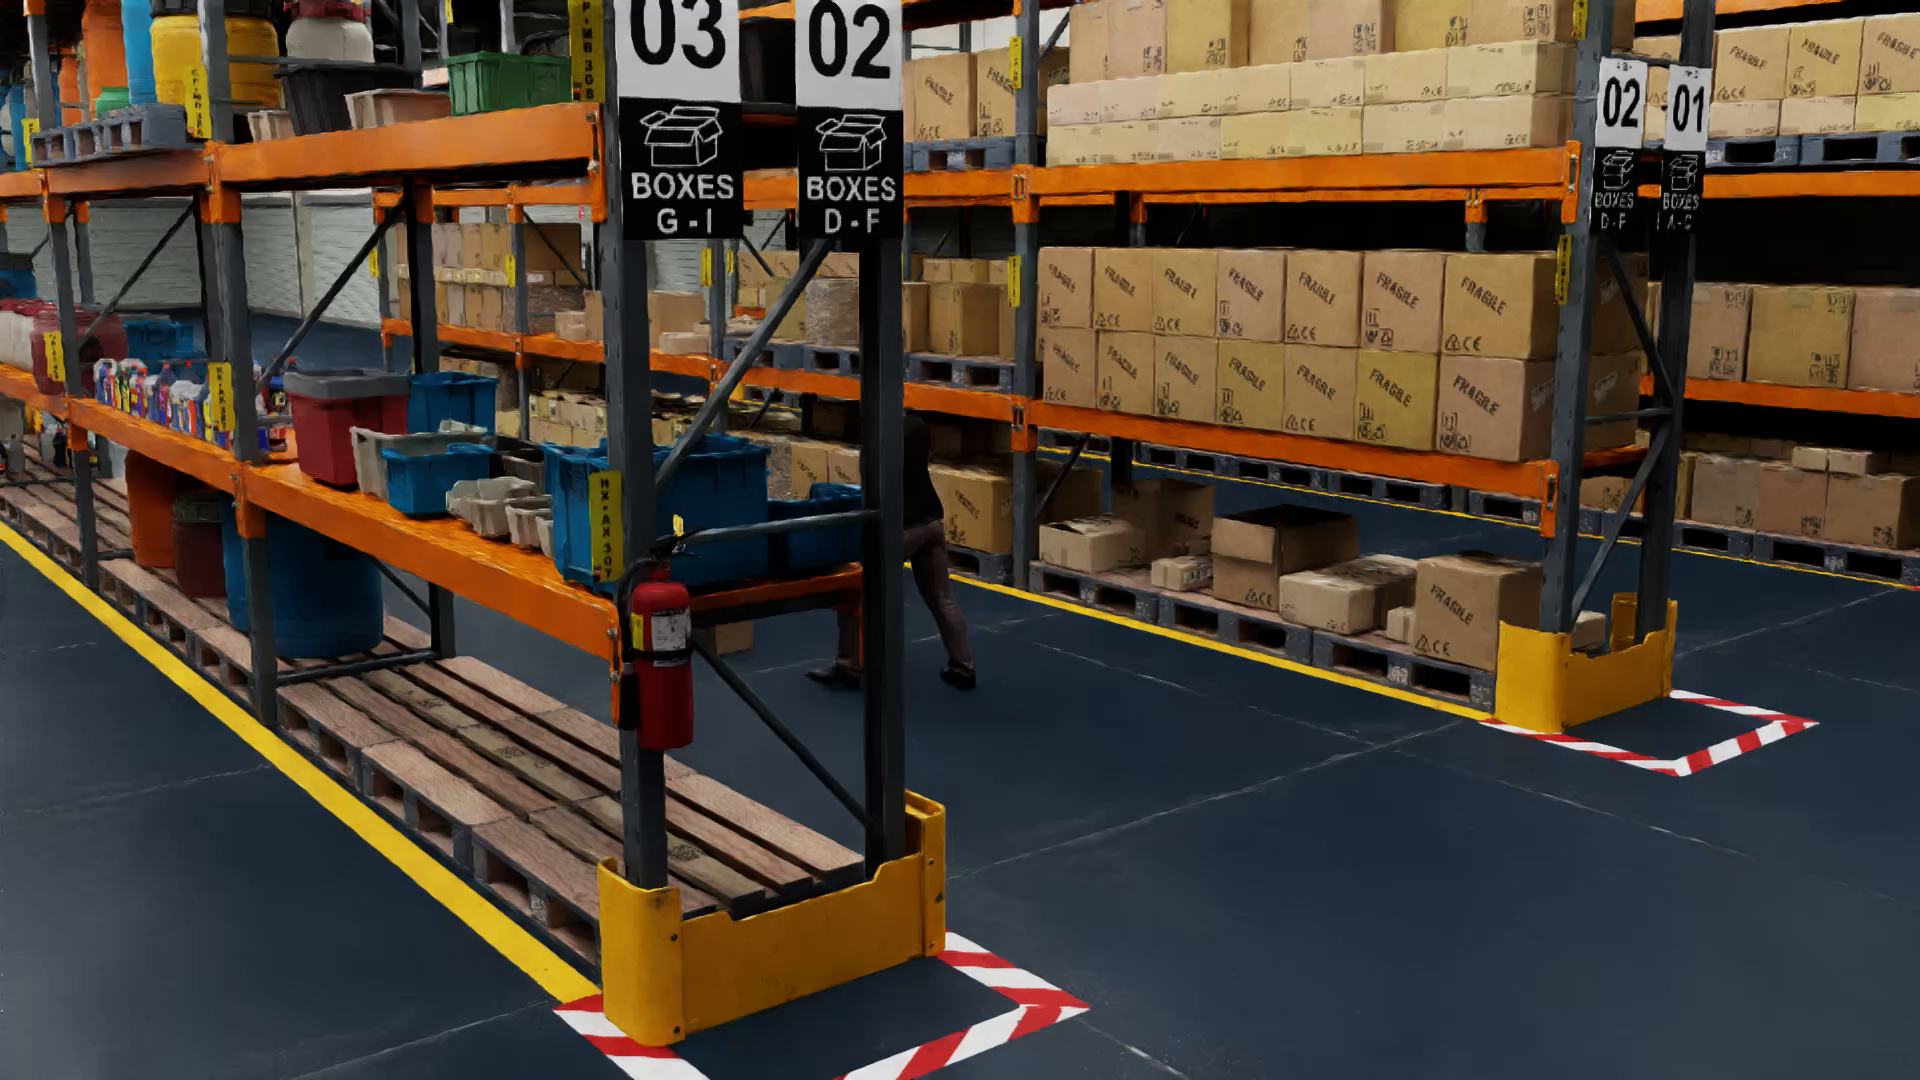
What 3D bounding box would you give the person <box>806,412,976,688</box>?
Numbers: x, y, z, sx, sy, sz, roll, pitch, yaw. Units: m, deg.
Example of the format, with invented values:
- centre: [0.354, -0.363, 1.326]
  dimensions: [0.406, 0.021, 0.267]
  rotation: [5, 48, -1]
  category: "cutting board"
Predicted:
- centre: [-0.327, -0.050, 8.827]
  dimensions: [0.795, 1.669, 0.678]
  rotation: [7, 13, 33]
  category: "person"
